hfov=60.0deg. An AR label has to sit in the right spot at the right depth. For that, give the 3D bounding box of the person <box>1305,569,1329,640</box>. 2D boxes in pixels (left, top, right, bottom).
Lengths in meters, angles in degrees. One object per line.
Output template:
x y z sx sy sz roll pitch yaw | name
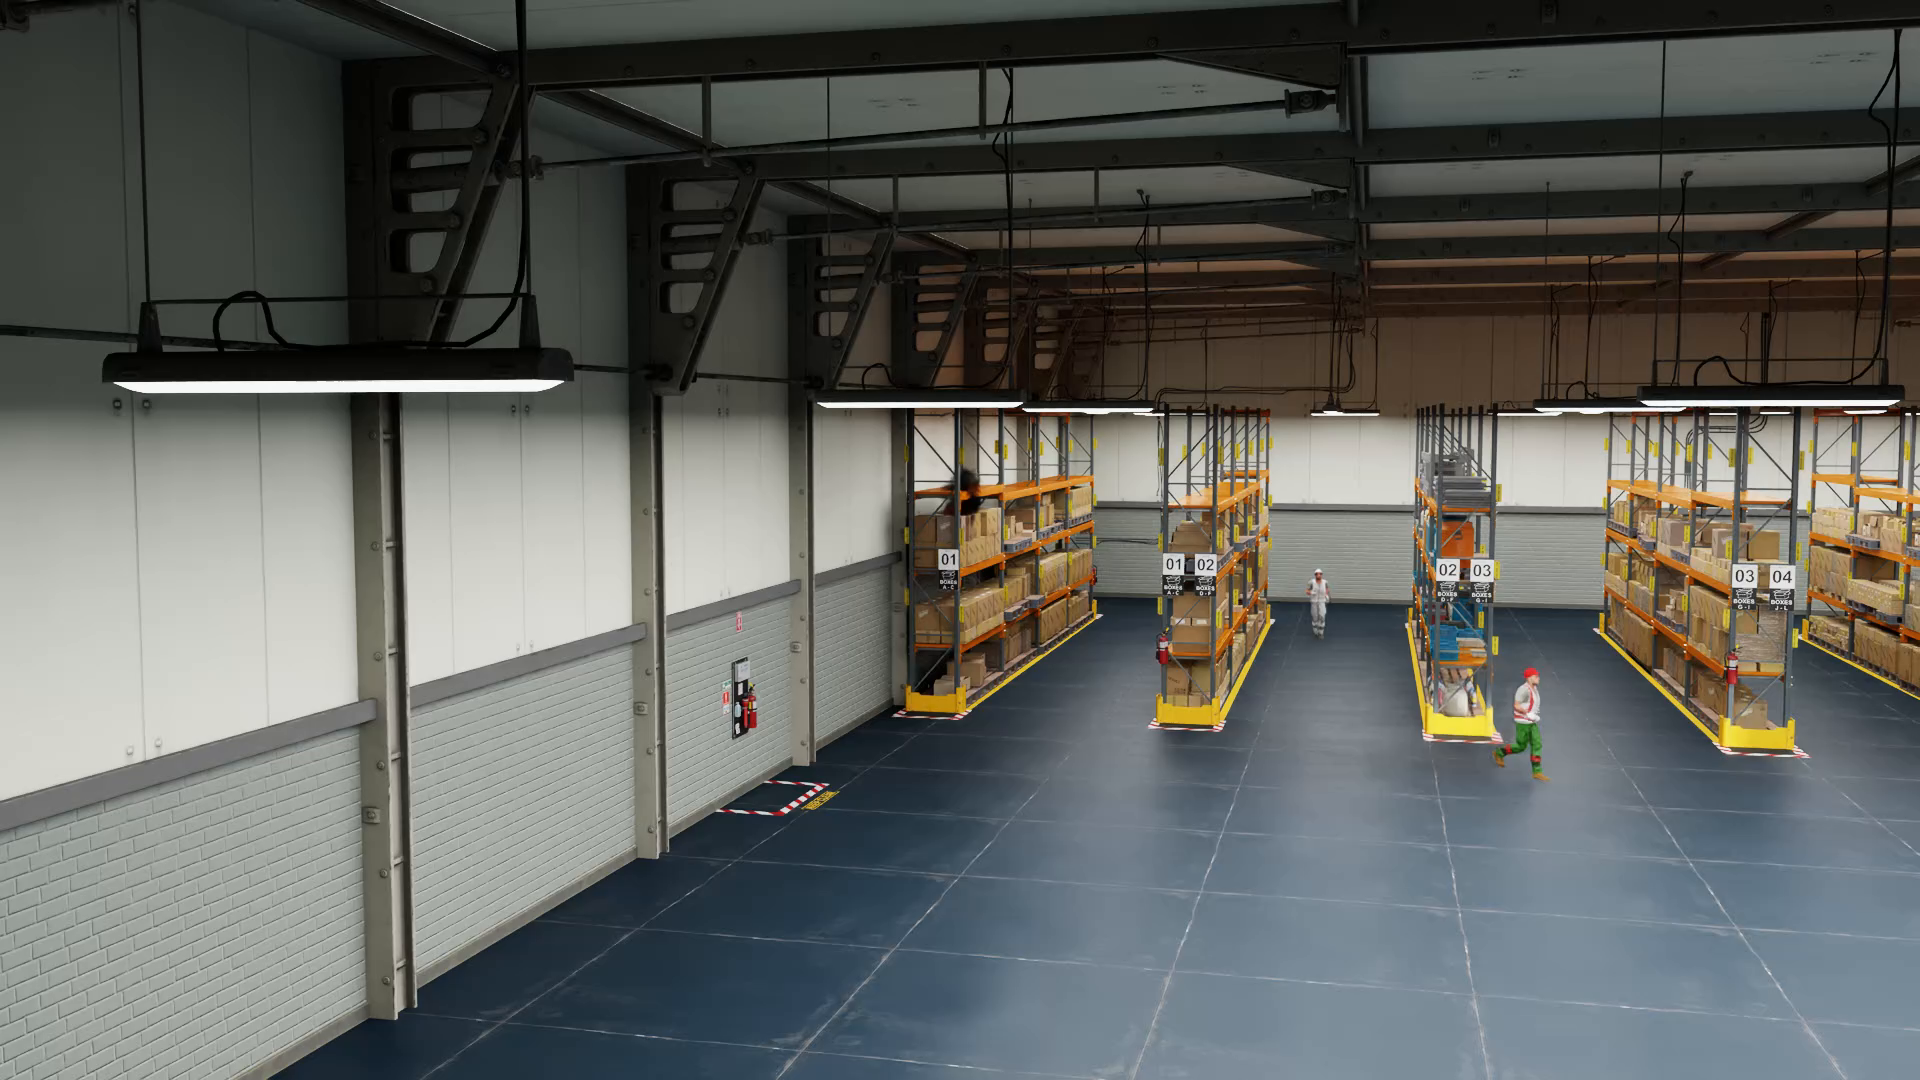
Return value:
9.334 1.666 43.453 0.633 1.829 0.804 1 4 8 | person

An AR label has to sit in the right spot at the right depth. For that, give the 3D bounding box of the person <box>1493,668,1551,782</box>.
8.994 2.911 26.522 0.976 1.772 0.684 4 6 41 | person
